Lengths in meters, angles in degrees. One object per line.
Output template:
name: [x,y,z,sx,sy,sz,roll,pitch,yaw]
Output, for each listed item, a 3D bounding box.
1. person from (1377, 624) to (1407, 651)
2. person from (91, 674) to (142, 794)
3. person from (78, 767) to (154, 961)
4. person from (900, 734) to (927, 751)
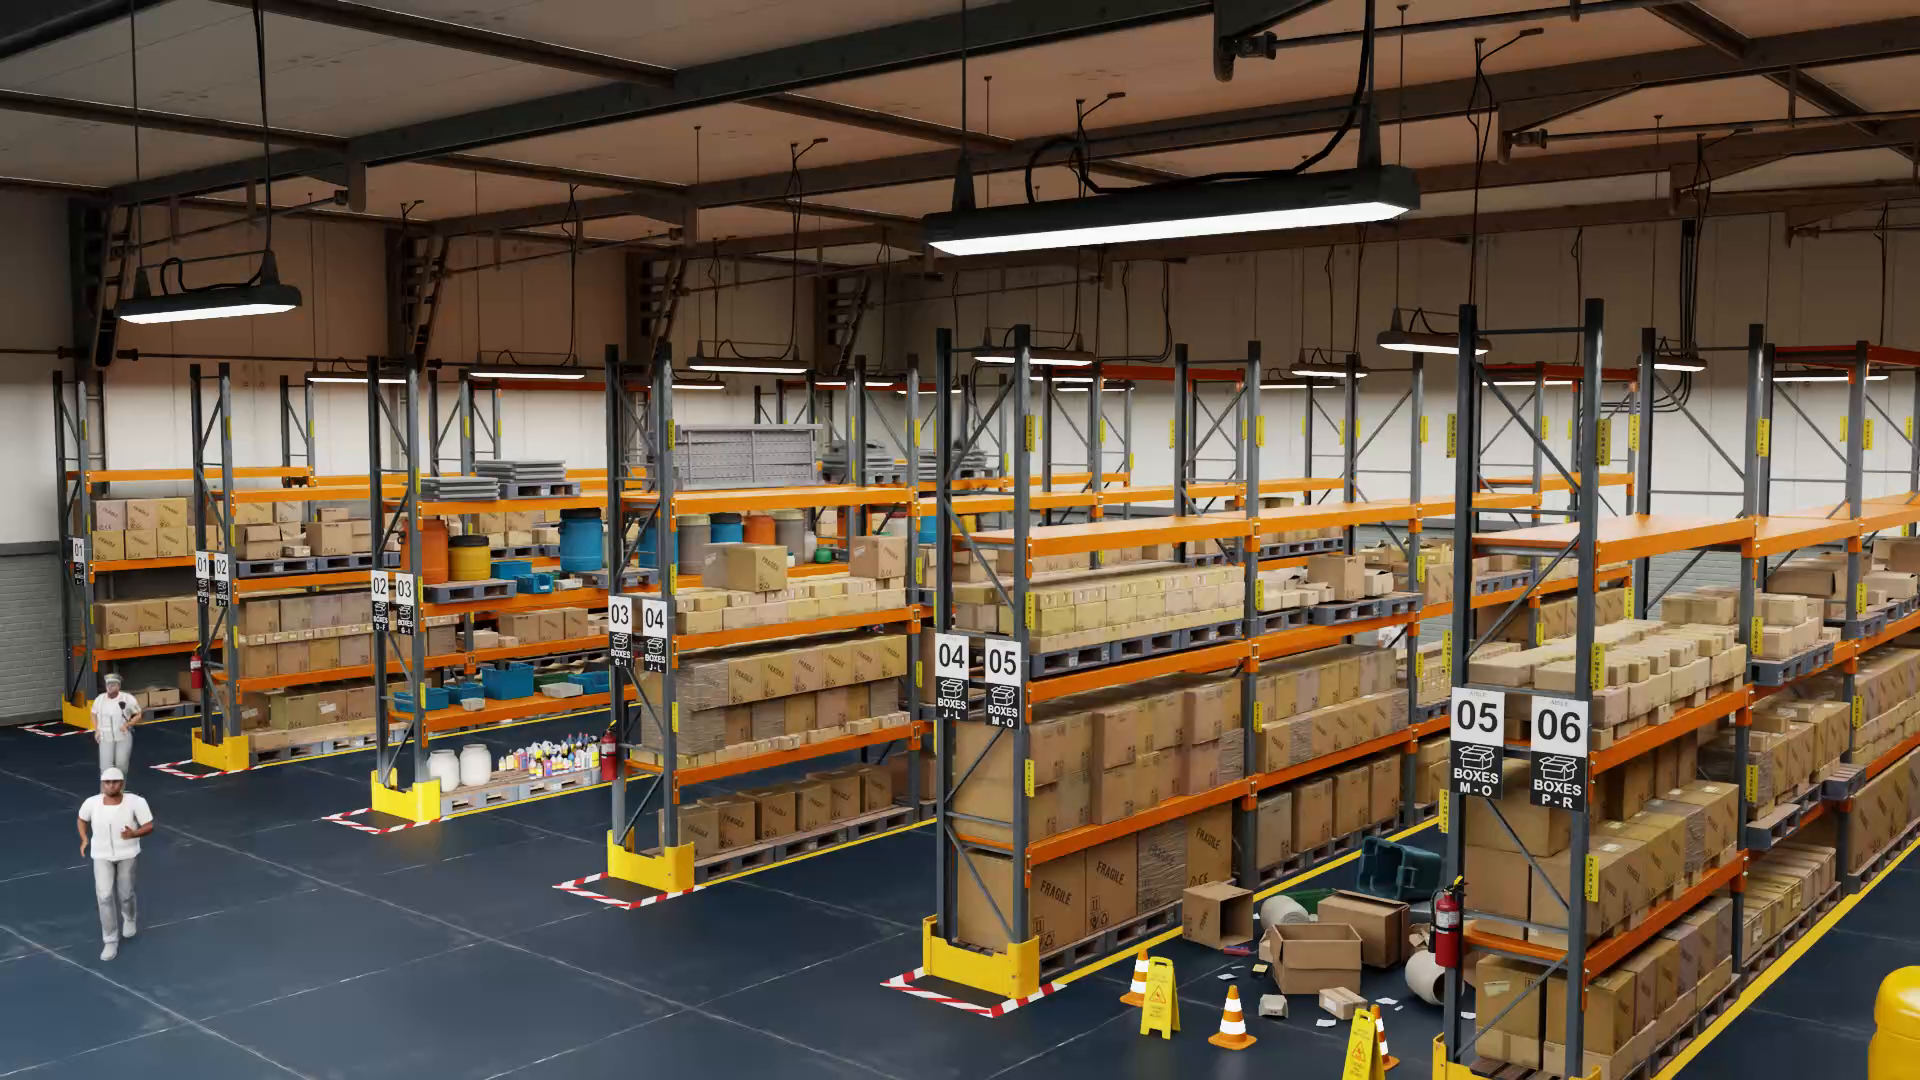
person: [8.049,2.147,30.873,0.631,1.634,0.637,-2,5,-25]
person: [-11.409,2.671,22.466,0.645,1.753,0.612,-1,4,-19]
person: [-8.231,3.100,16.215,0.688,1.789,0.841,-2,4,-21]
person: [-0.712,2.496,24.674,0.668,1.738,0.625,2,5,27]
